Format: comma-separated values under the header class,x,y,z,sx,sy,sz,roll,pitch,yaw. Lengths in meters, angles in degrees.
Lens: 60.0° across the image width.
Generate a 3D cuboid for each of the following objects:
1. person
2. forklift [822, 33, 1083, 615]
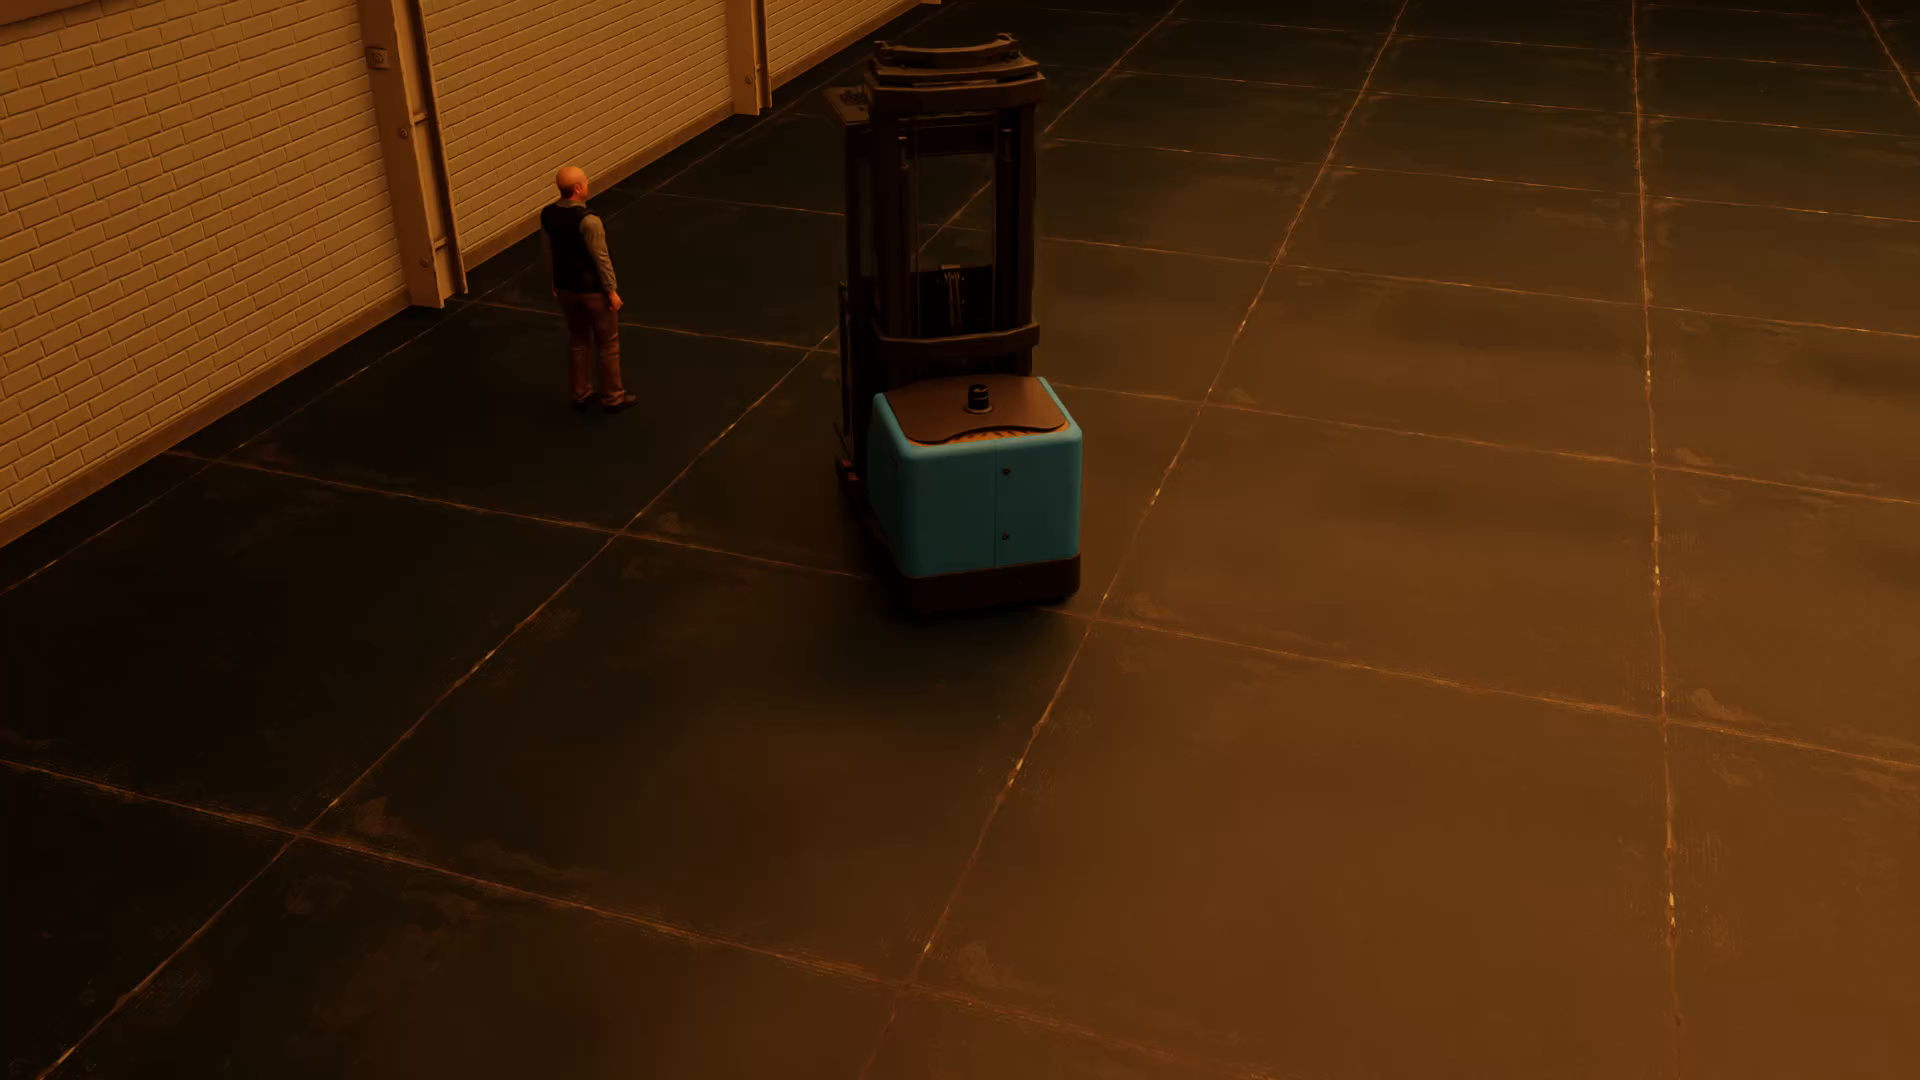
class,x,y,z,sx,sy,sz,roll,pitch,yaw
person,-2.540,-1.712,11.363,0.580,1.725,0.387,15,33,24
forklift,-0.173,-1.575,9.899,1.130,2.935,3.031,-7,30,-12
